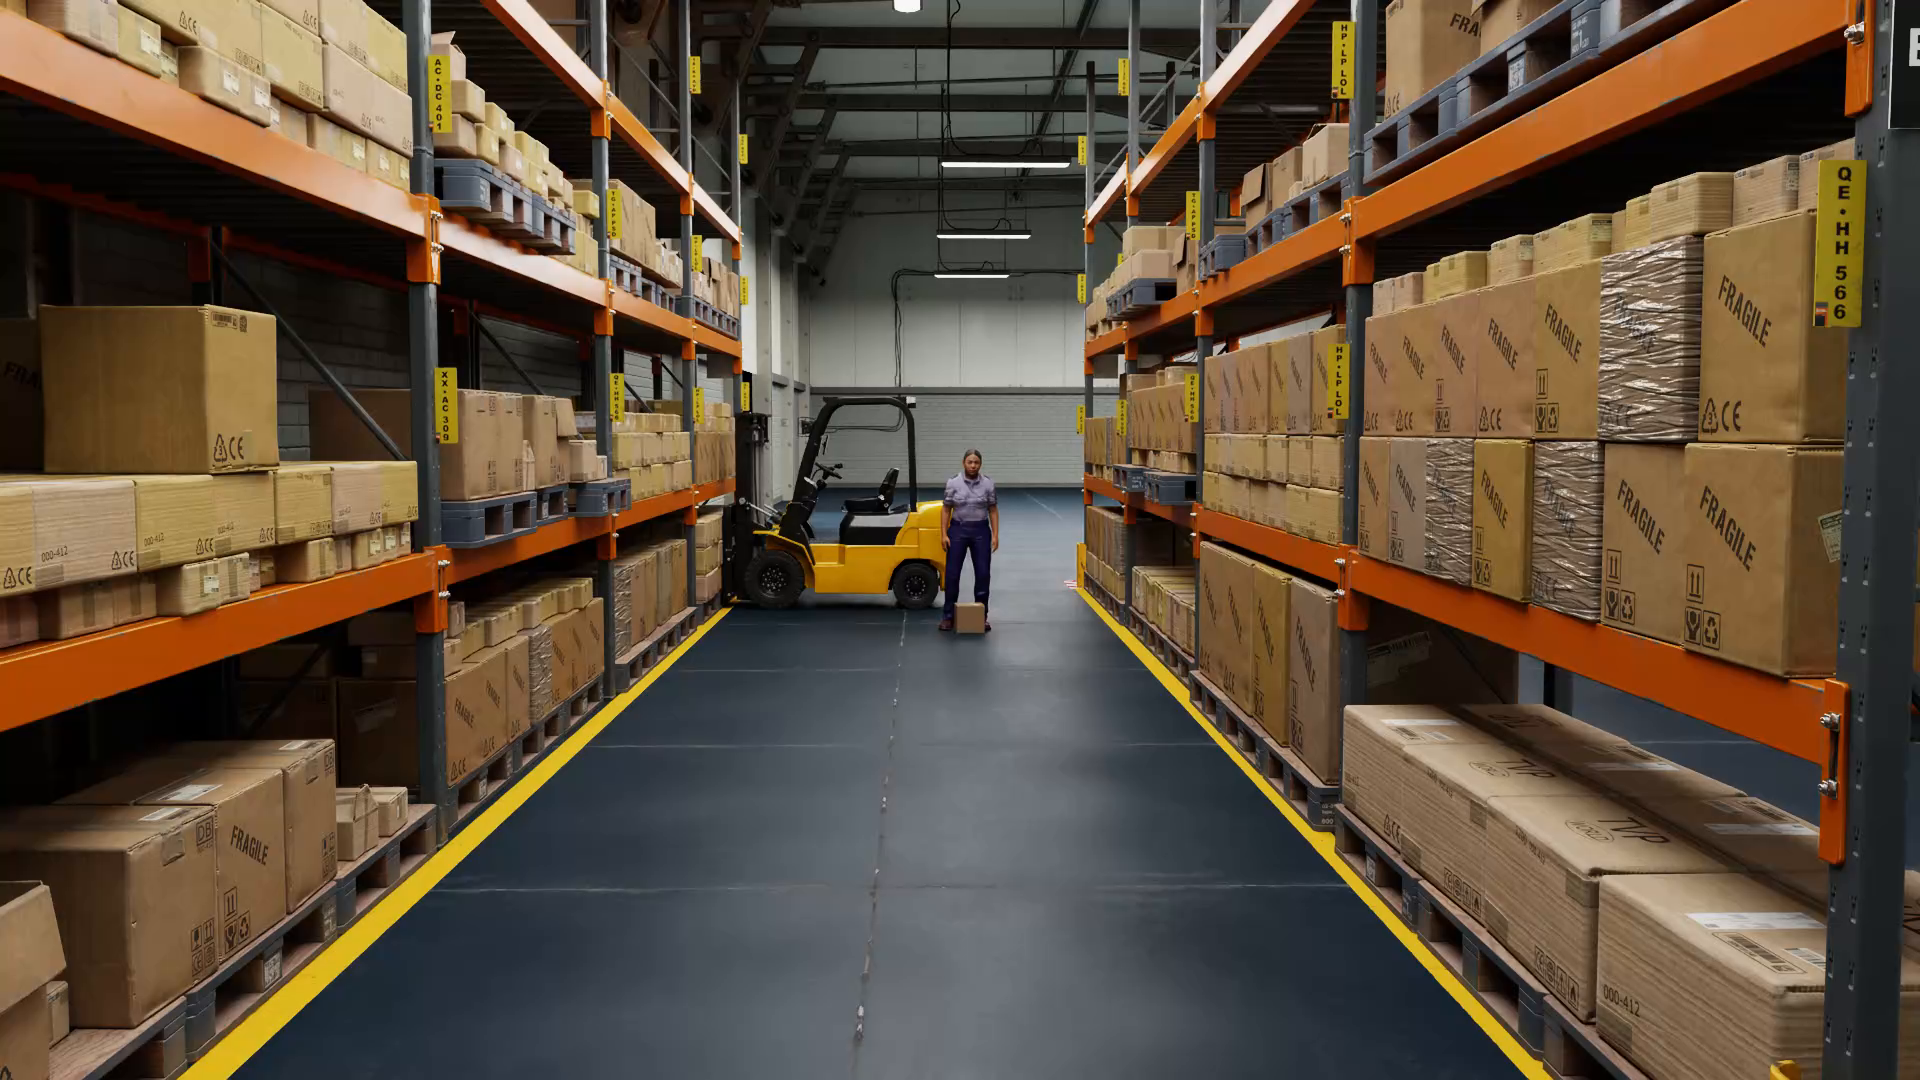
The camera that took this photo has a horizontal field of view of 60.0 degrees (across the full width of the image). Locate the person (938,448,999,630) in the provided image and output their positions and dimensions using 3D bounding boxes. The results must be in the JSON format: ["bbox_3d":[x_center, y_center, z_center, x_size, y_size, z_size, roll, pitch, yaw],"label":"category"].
[{"bbox_3d":[0.076,-0.011,15.208,0.563,1.653,0.363,0,4,-4],"label":"person"}]
